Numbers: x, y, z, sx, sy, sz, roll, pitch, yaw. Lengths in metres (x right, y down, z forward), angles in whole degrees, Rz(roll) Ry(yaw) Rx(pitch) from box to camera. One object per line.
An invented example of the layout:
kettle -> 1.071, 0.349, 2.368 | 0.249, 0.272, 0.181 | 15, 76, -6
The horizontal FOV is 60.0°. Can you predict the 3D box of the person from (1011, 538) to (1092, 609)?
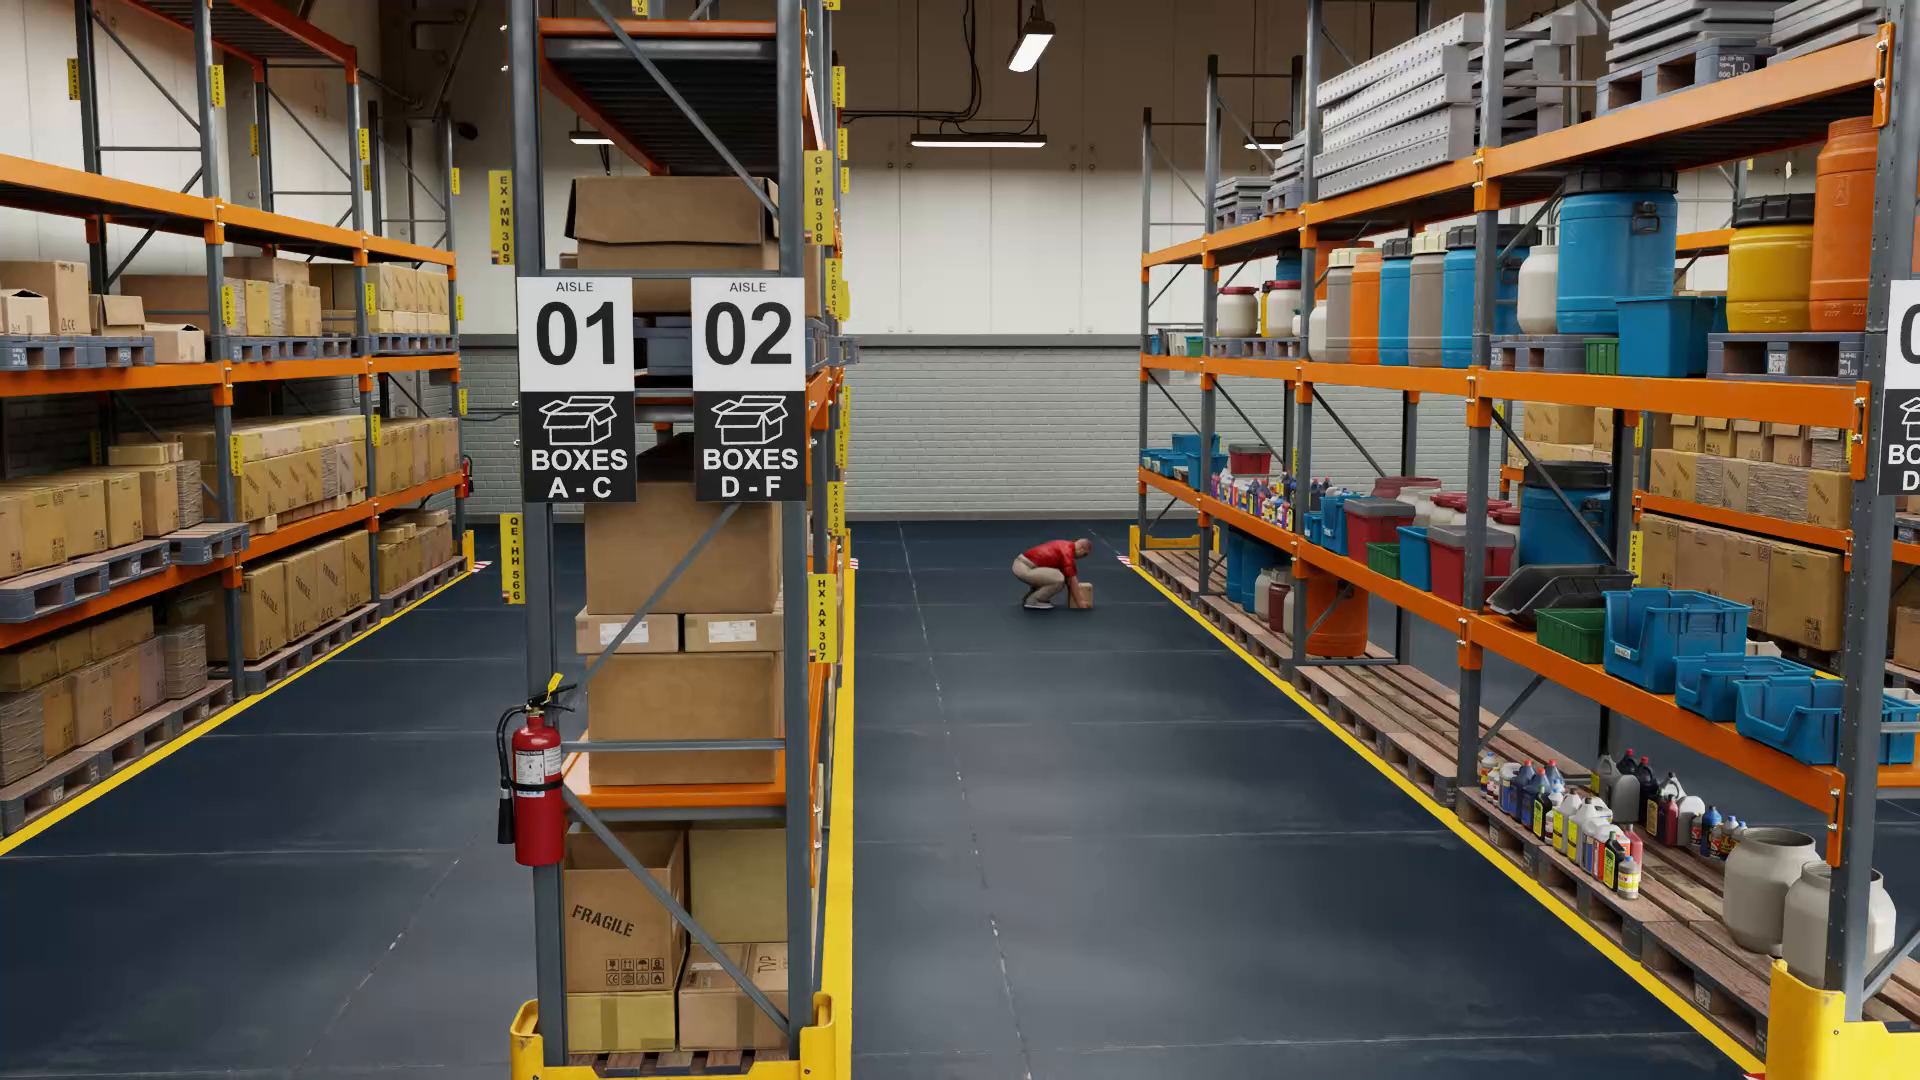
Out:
person -> 1.082, 0.403, 18.752 | 0.829, 0.824, 0.524 | -1, 7, -5
